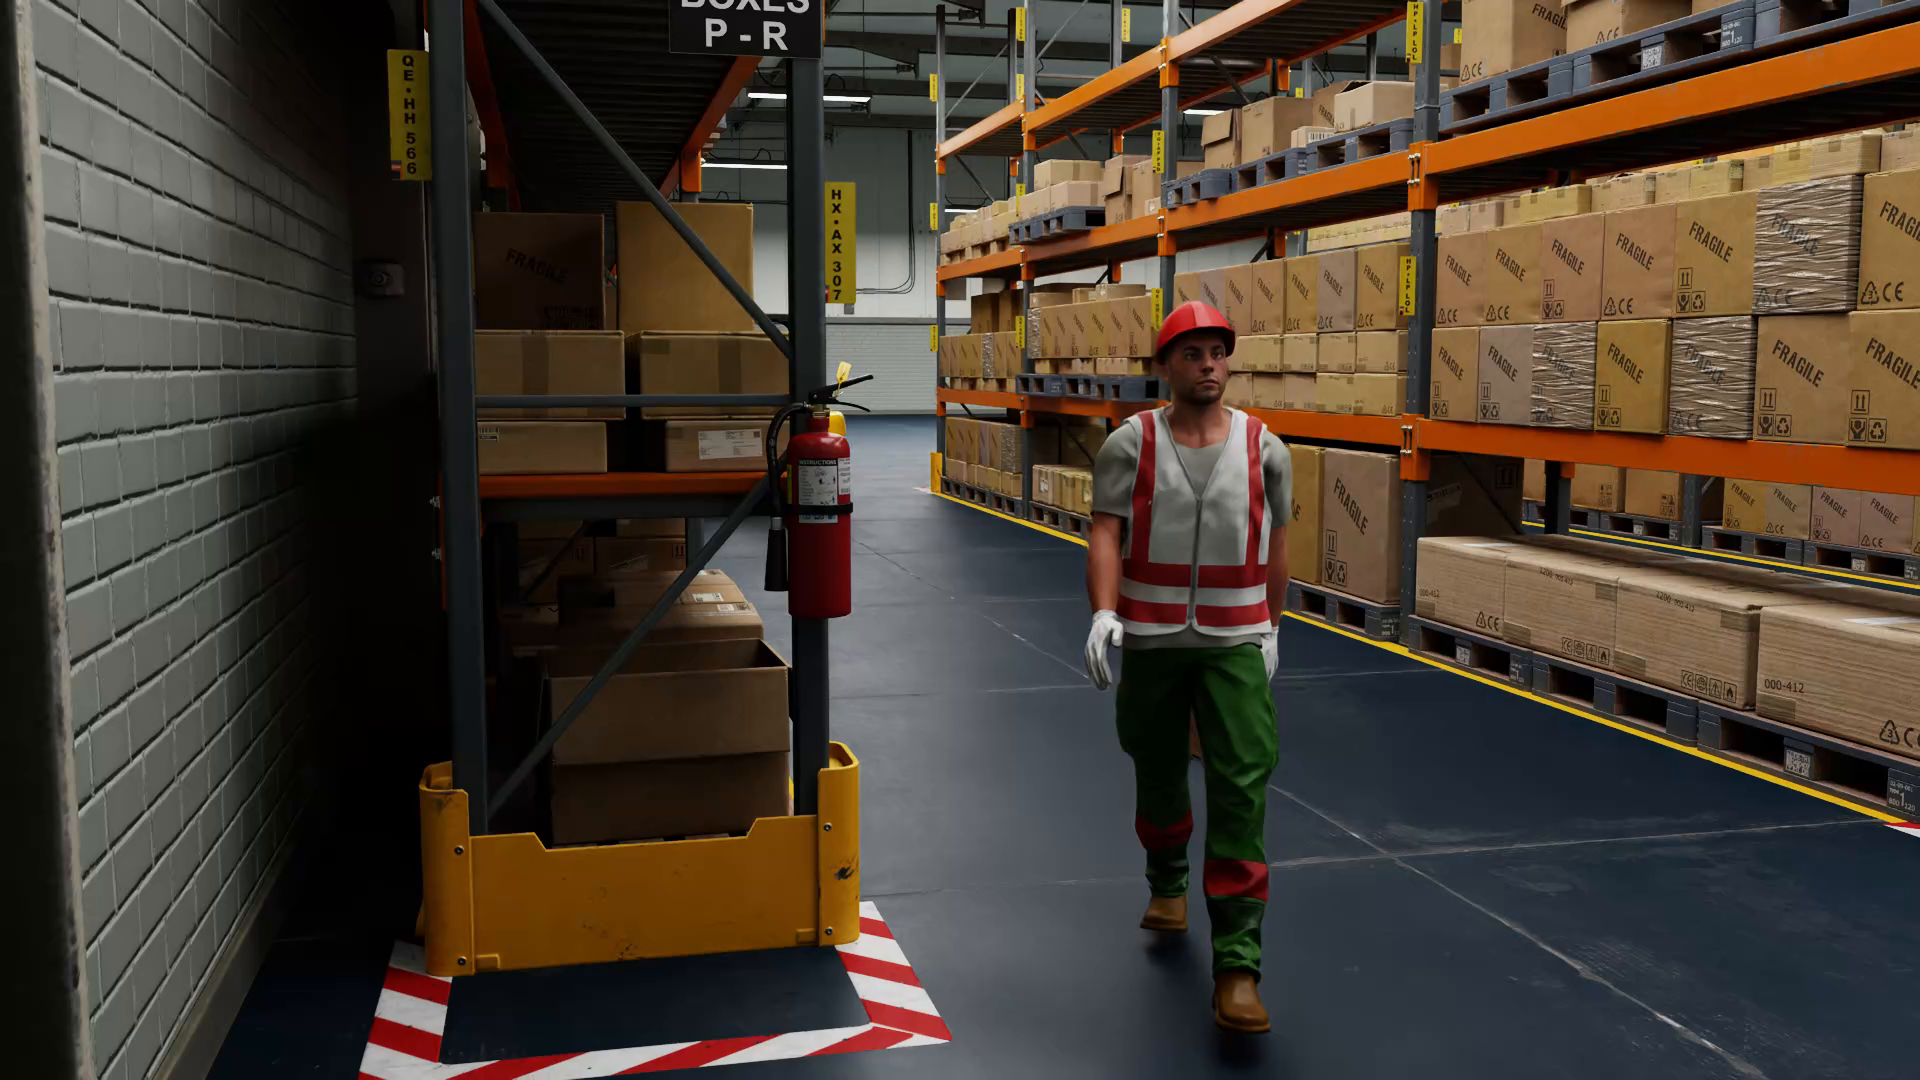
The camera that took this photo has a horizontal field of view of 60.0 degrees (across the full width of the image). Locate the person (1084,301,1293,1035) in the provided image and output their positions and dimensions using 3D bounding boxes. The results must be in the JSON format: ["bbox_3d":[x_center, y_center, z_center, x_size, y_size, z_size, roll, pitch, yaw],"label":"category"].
[{"bbox_3d":[0.582,0.257,4.209,0.530,1.722,1.021,1,6,7],"label":"person"}]
